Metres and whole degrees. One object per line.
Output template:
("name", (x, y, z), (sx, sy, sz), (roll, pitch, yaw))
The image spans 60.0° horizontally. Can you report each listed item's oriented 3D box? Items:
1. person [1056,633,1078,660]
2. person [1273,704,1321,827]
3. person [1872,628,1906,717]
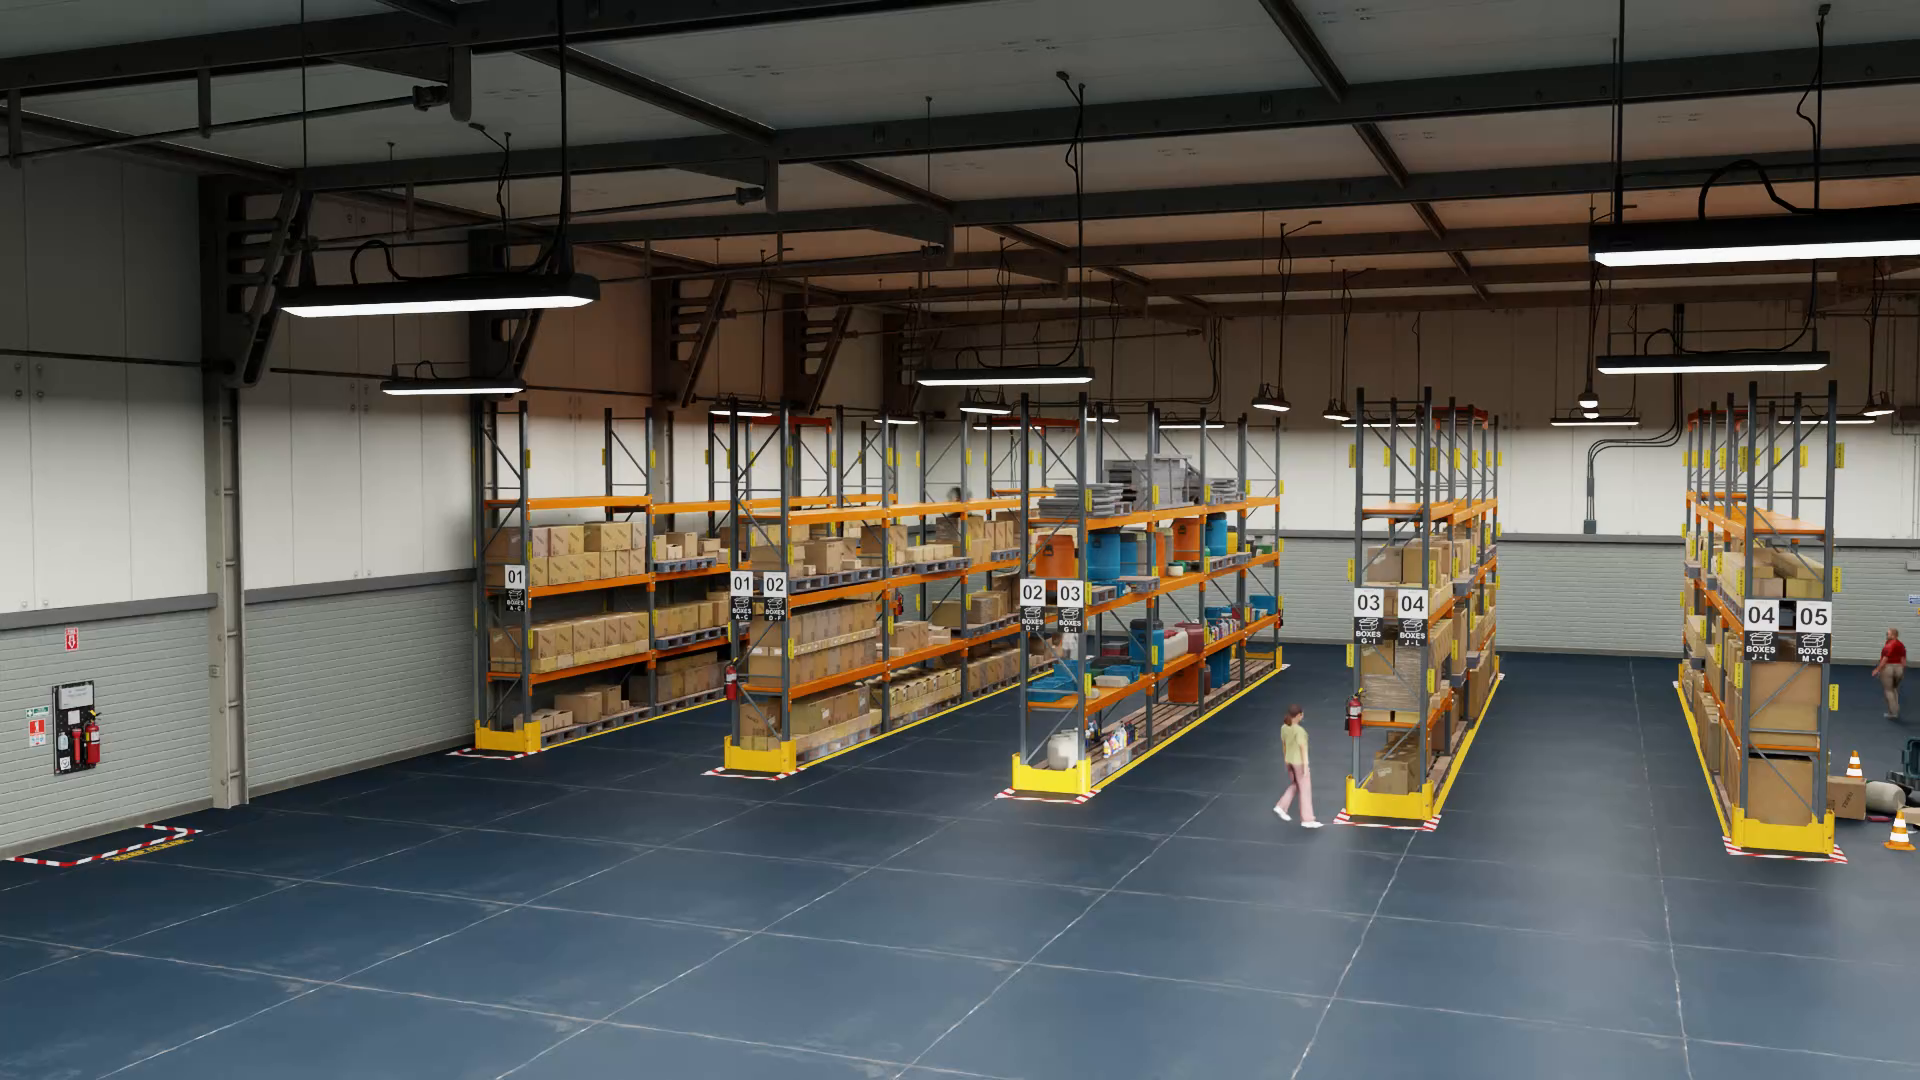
("person", (2.468, 2.412, 36.761), (0.603, 1.615, 0.927), (1, 3, 25))
("person", (4.614, 3.072, 22.667), (0.580, 1.685, 0.483), (-1, 3, -27))
("person", (17.951, 2.585, 32.065), (0.613, 1.773, 0.596), (0, 3, -2))
